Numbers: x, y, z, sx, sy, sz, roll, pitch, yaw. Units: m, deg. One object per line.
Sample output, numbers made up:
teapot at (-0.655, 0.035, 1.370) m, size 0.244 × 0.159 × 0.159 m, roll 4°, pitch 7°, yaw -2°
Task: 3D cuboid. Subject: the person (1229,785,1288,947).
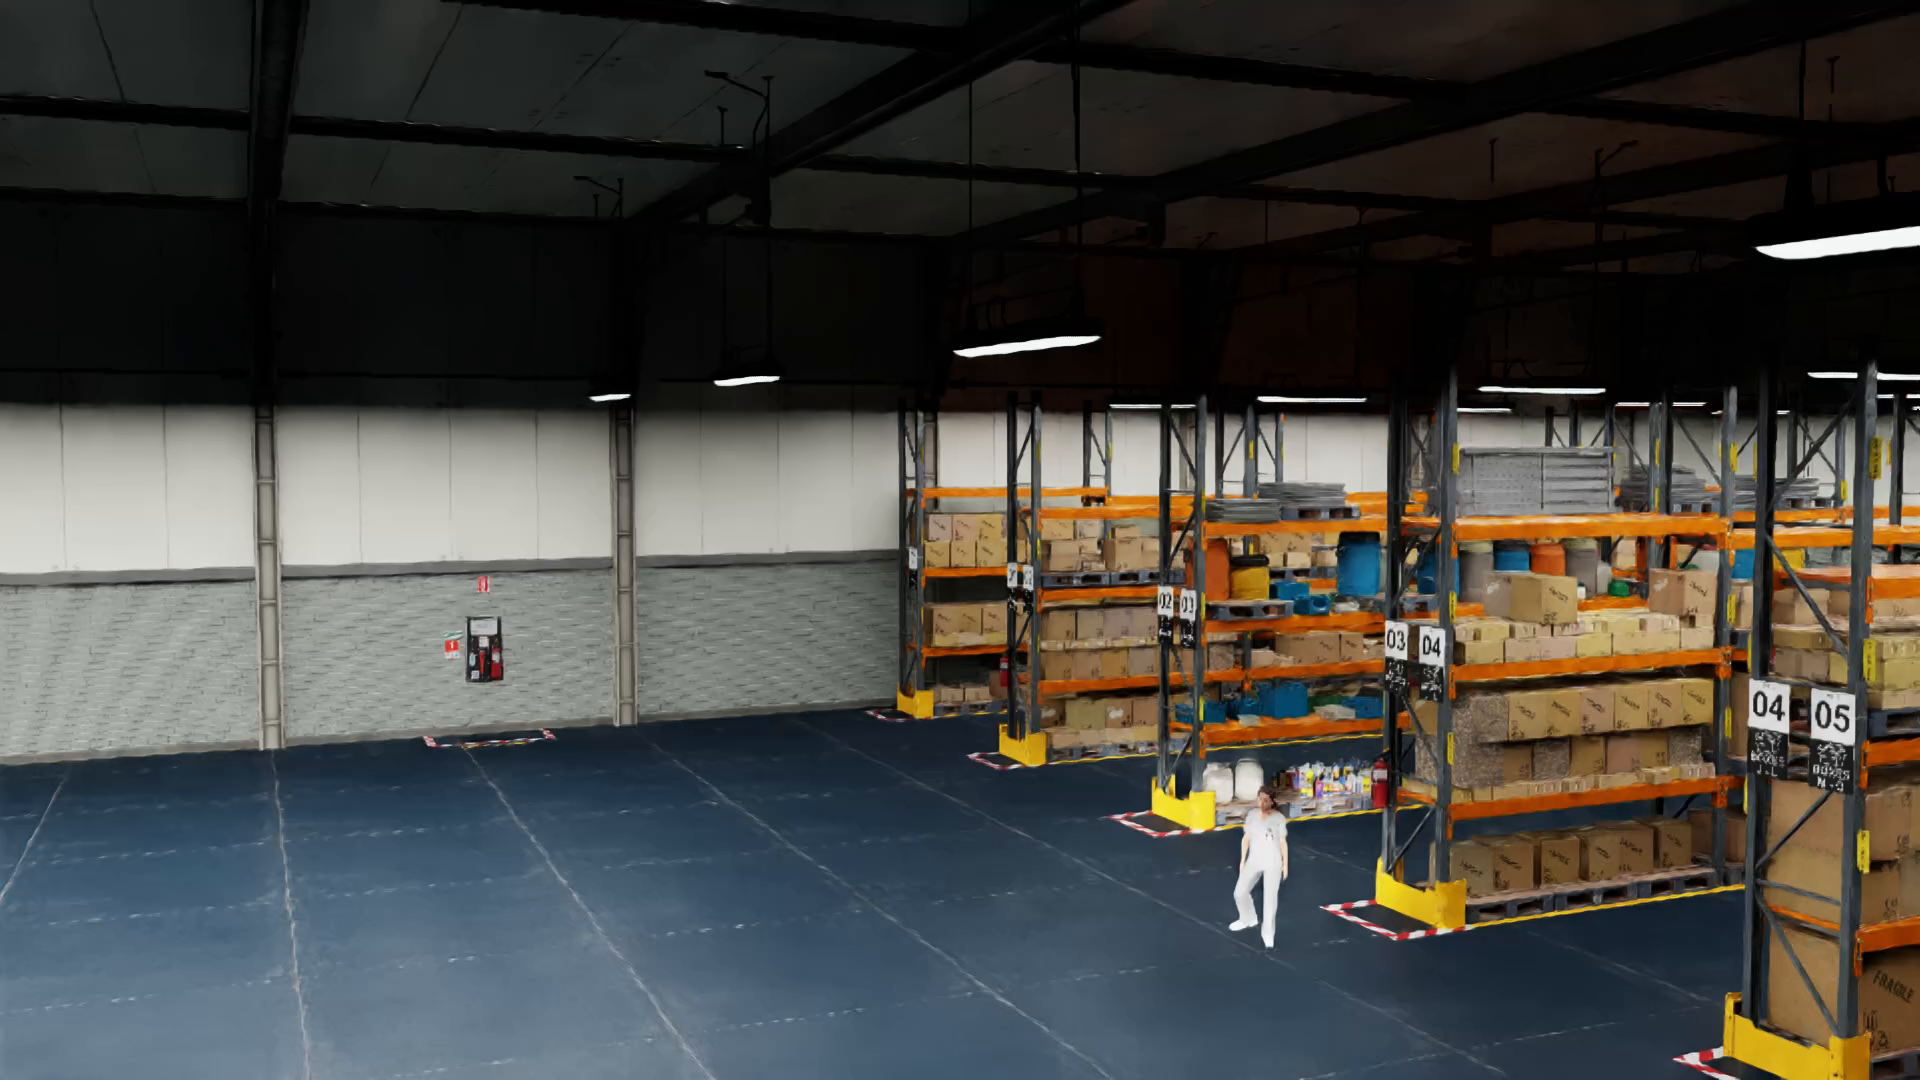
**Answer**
person at (3.069, 3.323, 17.165) m, size 0.640 × 1.665 × 0.495 m, roll 2°, pitch 4°, yaw 26°
